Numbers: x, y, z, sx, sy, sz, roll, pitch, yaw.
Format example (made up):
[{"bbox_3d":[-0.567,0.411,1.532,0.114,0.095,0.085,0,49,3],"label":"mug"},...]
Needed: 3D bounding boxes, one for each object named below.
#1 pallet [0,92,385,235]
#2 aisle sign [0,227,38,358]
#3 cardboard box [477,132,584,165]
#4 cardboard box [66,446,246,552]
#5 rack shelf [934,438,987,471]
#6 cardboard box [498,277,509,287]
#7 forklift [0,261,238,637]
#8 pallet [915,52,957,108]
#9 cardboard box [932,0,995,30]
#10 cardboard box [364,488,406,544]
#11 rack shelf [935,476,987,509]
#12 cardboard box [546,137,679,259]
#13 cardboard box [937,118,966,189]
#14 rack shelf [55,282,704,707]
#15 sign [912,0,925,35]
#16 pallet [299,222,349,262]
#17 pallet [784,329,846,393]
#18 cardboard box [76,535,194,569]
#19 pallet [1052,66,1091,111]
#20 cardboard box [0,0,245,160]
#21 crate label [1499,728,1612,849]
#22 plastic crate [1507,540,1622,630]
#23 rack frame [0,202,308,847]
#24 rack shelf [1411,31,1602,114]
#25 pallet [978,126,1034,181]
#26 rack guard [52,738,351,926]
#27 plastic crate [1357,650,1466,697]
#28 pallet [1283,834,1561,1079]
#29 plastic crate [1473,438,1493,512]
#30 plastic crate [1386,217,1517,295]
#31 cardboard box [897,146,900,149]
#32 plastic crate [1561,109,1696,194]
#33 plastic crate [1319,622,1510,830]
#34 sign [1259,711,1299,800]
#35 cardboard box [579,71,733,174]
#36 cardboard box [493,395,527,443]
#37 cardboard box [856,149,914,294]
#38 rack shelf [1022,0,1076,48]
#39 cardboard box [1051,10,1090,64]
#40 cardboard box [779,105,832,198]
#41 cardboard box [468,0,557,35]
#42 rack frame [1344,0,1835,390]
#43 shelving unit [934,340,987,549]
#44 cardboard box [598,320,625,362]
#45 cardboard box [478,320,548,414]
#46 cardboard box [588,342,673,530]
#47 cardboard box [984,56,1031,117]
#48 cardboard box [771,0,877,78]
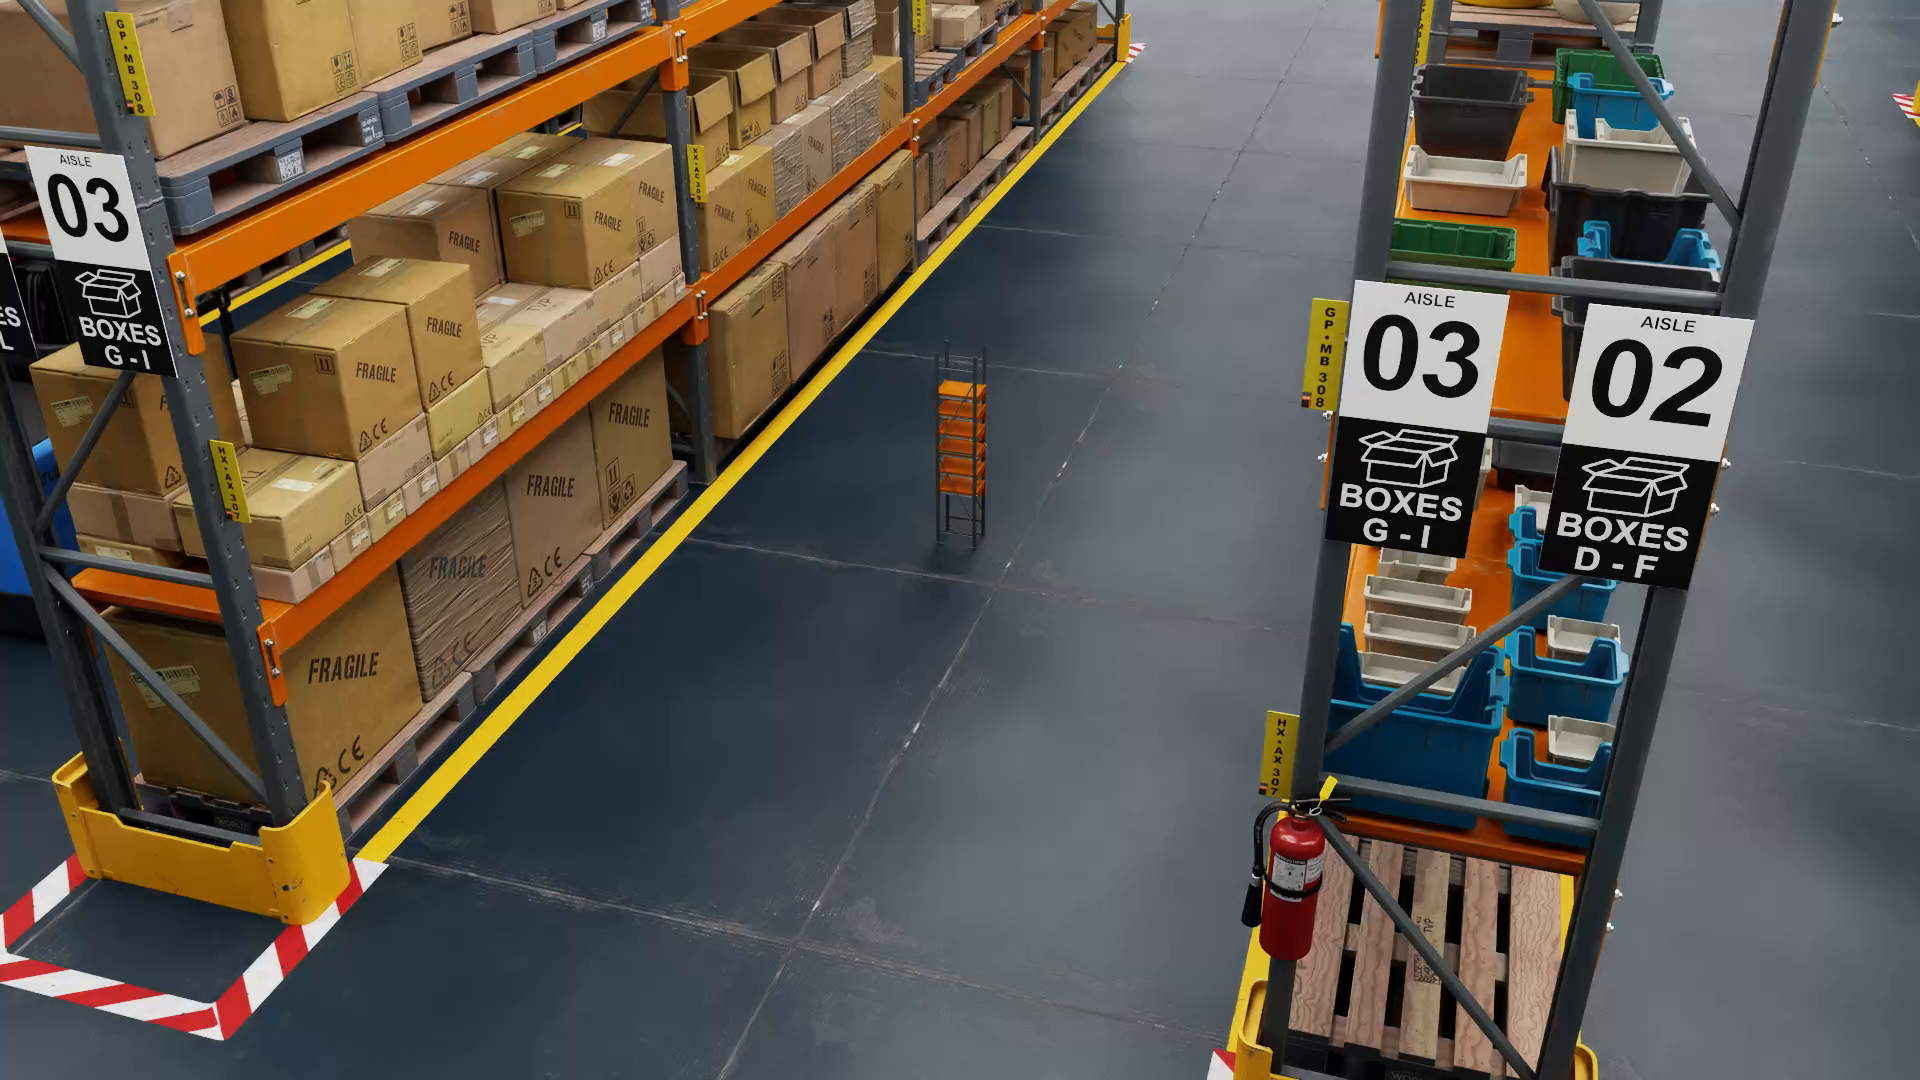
[{"bbox_3d":[-2.986,-1.499,6.365,1.003,0.211,1.213,8,30,15],"label":"pallet"},{"bbox_3d":[-3.502,-1.026,5.835,0.394,0.787,0.004,8,30,15],"label":"aisle sign"},{"bbox_3d":[-2.405,-1.946,9.239,0.500,0.500,0.500,8,30,15],"label":"cardboard box"},{"bbox_3d":[-3.305,-0.208,6.887,0.500,0.250,0.500,8,30,14],"label":"cardboard box"},{"bbox_3d":[0.004,-0.492,9.492,0.258,0.103,0.180,8,30,15],"label":"rack shelf"},{"bbox_3d":[-2.559,-1.393,9.016,0.500,0.250,0.500,8,30,15],"label":"cardboard box"},{"bbox_3d":[-4.802,-1.474,9.384,1.130,2.935,3.031,7,30,12],"label":"forklift"},{"bbox_3d":[-0.738,-3.861,13.802,1.213,0.211,1.003,8,30,15],"label":"pallet"},{"bbox_3d":[-0.092,-4.867,14.876,0.797,0.503,0.637,12,31,20],"label":"cardboard box"},{"bbox_3d":[-2.625,-0.127,7.152,0.380,0.149,0.250,8,30,14],"label":"cardboard box"},{"bbox_3d":[0.004,-0.282,9.609,0.258,0.103,0.180,8,30,15],"label":"rack shelf"},{"bbox_3d":[-1.899,-1.880,9.121,0.500,0.500,0.500,9,30,16],"label":"cardboard box"},{"bbox_3d":[-0.358,-3.537,15.141,0.700,0.500,0.500,11,31,19],"label":"cardboard box"},{"bbox_3d":[-2.607,-0.496,8.296,1.077,0.370,4.000,8,30,15],"label":"rack shelf"},{"bbox_3d":[-0.314,-4.027,12.712,0.100,0.325,0.005,8,30,15],"label":"sign"},{"bbox_3d":[-5.788,-2.772,14.515,1.003,0.211,1.213,8,30,15],"label":"pallet"},{"bbox_3d":[-1.509,-1.459,12.156,1.003,0.211,1.213,8,30,15],"label":"pallet"},{"bbox_3d":[-3.404,0.017,6.893,0.380,0.149,0.250,9,30,16],"label":"cardboard box"},{"bbox_3d":[0.848,-5.125,18.745,1.003,0.211,1.213,8,30,15],"label":"pallet"},{"bbox_3d":[-3.092,-1.712,6.018,0.700,0.500,0.500,7,30,12],"label":"cardboard box"},{"bbox_3d":[1.928,0.805,5.327,0.416,0.233,0.303,8,30,15],"label":"crate label"},{"bbox_3d":[2.315,0.193,6.427,0.416,0.233,0.300,8,30,15],"label":"plastic crate"},{"bbox_3d":[-3.194,0.119,6.450,1.000,3.000,0.127,8,30,15],"label":"rack frame"},{"bbox_3d":[3.302,-2.959,9.638,1.077,0.370,4.000,8,30,15],"label":"rack shelf"},{"bbox_3d":[0.101,-3.877,16.502,1.003,0.211,1.213,8,30,15],"label":"pallet"},{"bbox_3d":[-3.201,1.223,7.038,1.175,0.500,0.348,8,30,15],"label":"rack guard"},{"bbox_3d":[1.607,0.510,5.957,0.396,0.136,0.243,8,30,15],"label":"plastic crate"},{"bbox_3d":[1.820,1.667,6.536,1.003,0.211,1.213,8,30,15],"label":"pallet"},{"bbox_3d":[2.091,-0.324,7.307,0.437,0.282,0.530,8,30,15],"label":"plastic crate"},{"bbox_3d":[1.558,-0.891,5.399,0.450,0.188,0.336,8,30,15],"label":"plastic crate"},{"bbox_3d":[-0.678,-3.342,14.019,0.500,0.250,0.500,10,31,17],"label":"cardboard box"},{"bbox_3d":[2.487,-1.419,6.251,0.437,0.282,0.530,8,30,15],"label":"plastic crate"},{"bbox_3d":[1.461,0.602,5.484,0.616,0.435,0.499,8,30,15],"label":"plastic crate"},{"bbox_3d":[1.010,0.684,5.267,0.100,0.325,0.005,8,30,15],"label":"sign"},{"bbox_3d":[-1.840,-2.520,10.059,0.797,0.503,0.637,8,30,14],"label":"cardboard box"},{"bbox_3d":[-2.324,-0.604,8.008,0.380,0.149,0.250,8,30,14],"label":"cardboard box"},{"bbox_3d":[-1.068,-2.536,12.976,1.225,0.875,0.875,7,30,13],"label":"cardboard box"},{"bbox_3d":[0.916,-6.072,18.320,1.077,0.370,4.000,8,30,15],"label":"rack shelf"},{"bbox_3d":[1.161,-5.837,19.296,0.500,0.500,0.500,17,33,28],"label":"cardboard box"},{"bbox_3d":[-1.205,-2.669,11.359,0.500,0.500,0.500,9,30,16],"label":"cardboard box"},{"bbox_3d":[-2.354,-2.700,7.794,0.700,0.500,0.500,10,31,17],"label":"cardboard box"},{"bbox_3d":[1.541,-1.796,3.721,1.000,3.000,0.127,8,30,15],"label":"rack frame"},{"bbox_3d":[0.004,-0.531,9.470,0.258,1.200,0.189,8,30,15],"label":"shelving unit"},{"bbox_3d":[-2.022,-1.083,8.870,0.380,0.149,0.250,9,30,16],"label":"cardboard box"},{"bbox_3d":[-2.349,-0.848,8.038,0.500,0.250,0.500,8,30,14],"label":"cardboard box"},{"bbox_3d":[-2.290,-0.699,9.675,0.875,0.875,0.875,8,30,15],"label":"cardboard box"},{"bbox_3d":[0.484,-4.729,17.304,0.500,0.500,0.500,8,30,13],"label":"cardboard box"},{"bbox_3d":[-1.076,-3.743,12.258,0.797,0.503,0.637,10,30,17],"label":"cardboard box"}]
